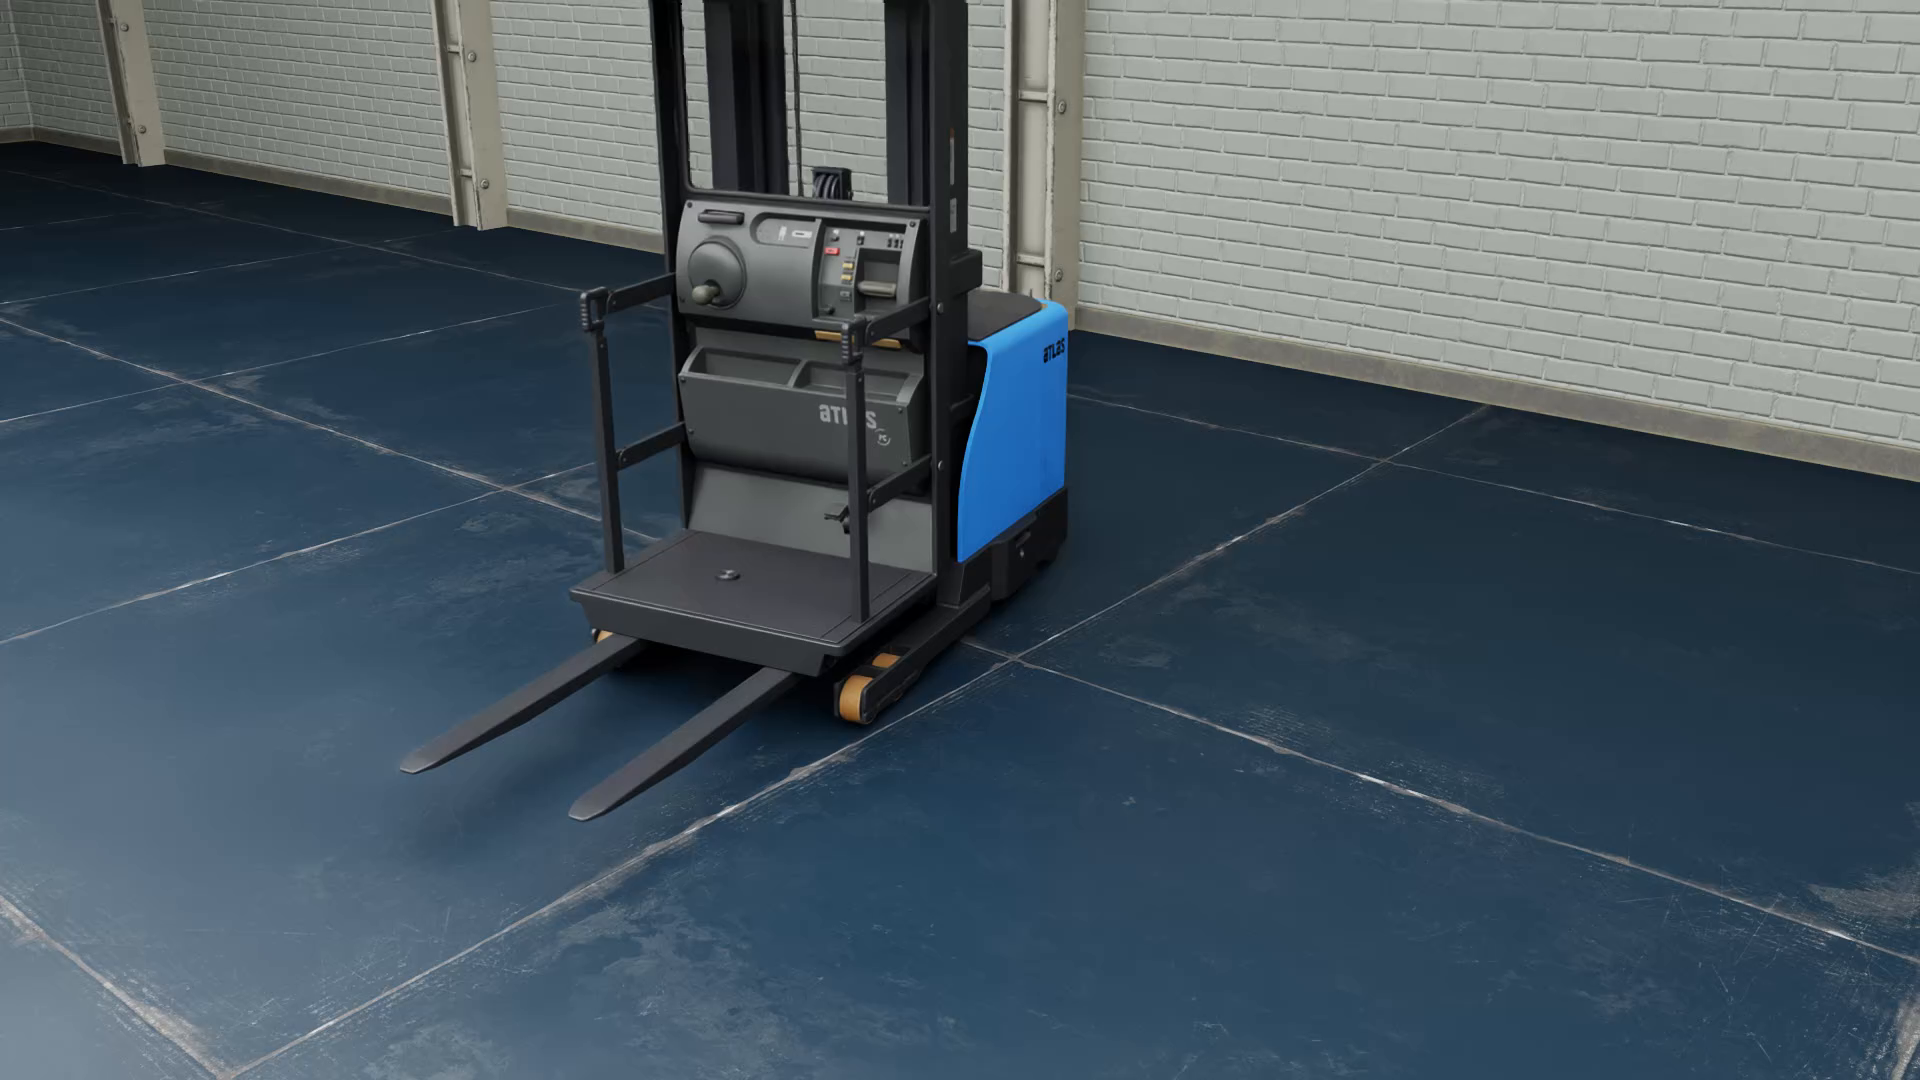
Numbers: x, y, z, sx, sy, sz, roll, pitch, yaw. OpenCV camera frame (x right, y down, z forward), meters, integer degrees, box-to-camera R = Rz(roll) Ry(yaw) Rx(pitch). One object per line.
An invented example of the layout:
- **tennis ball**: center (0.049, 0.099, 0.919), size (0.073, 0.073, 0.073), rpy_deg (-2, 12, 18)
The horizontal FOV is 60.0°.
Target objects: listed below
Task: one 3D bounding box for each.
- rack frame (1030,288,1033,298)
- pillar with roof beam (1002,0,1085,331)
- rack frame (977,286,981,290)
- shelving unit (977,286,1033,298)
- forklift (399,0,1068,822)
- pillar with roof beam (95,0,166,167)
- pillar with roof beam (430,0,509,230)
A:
- **rack frame**: center (0.260, -0.538, 7.107), size (0.008, 1.050, 0.200), rpy_deg (10, 23, 24)
- **pillar with roof beam**: center (-2.206, -4.416, 6.126), size (0.400, 9.000, 9.100), rpy_deg (16, 26, 36)
- **rack frame**: center (0.041, -0.576, 7.207), size (0.008, 1.050, 0.200), rpy_deg (10, 23, 24)
- **shelving unit**: center (0.150, -0.557, 7.157), size (0.252, 1.050, 0.215), rpy_deg (10, 23, 24)
- **forklift**: center (-0.653, -0.932, 5.486), size (1.130, 2.935, 3.031), rpy_deg (10, 23, 24)
- **pillar with roof beam**: center (-11.503, -7.093, 13.225), size (0.400, 9.000, 9.100), rpy_deg (16, 26, 36)
- **pillar with roof beam**: center (-6.854, -5.755, 9.675), size (0.400, 9.000, 9.100), rpy_deg (16, 26, 36)
